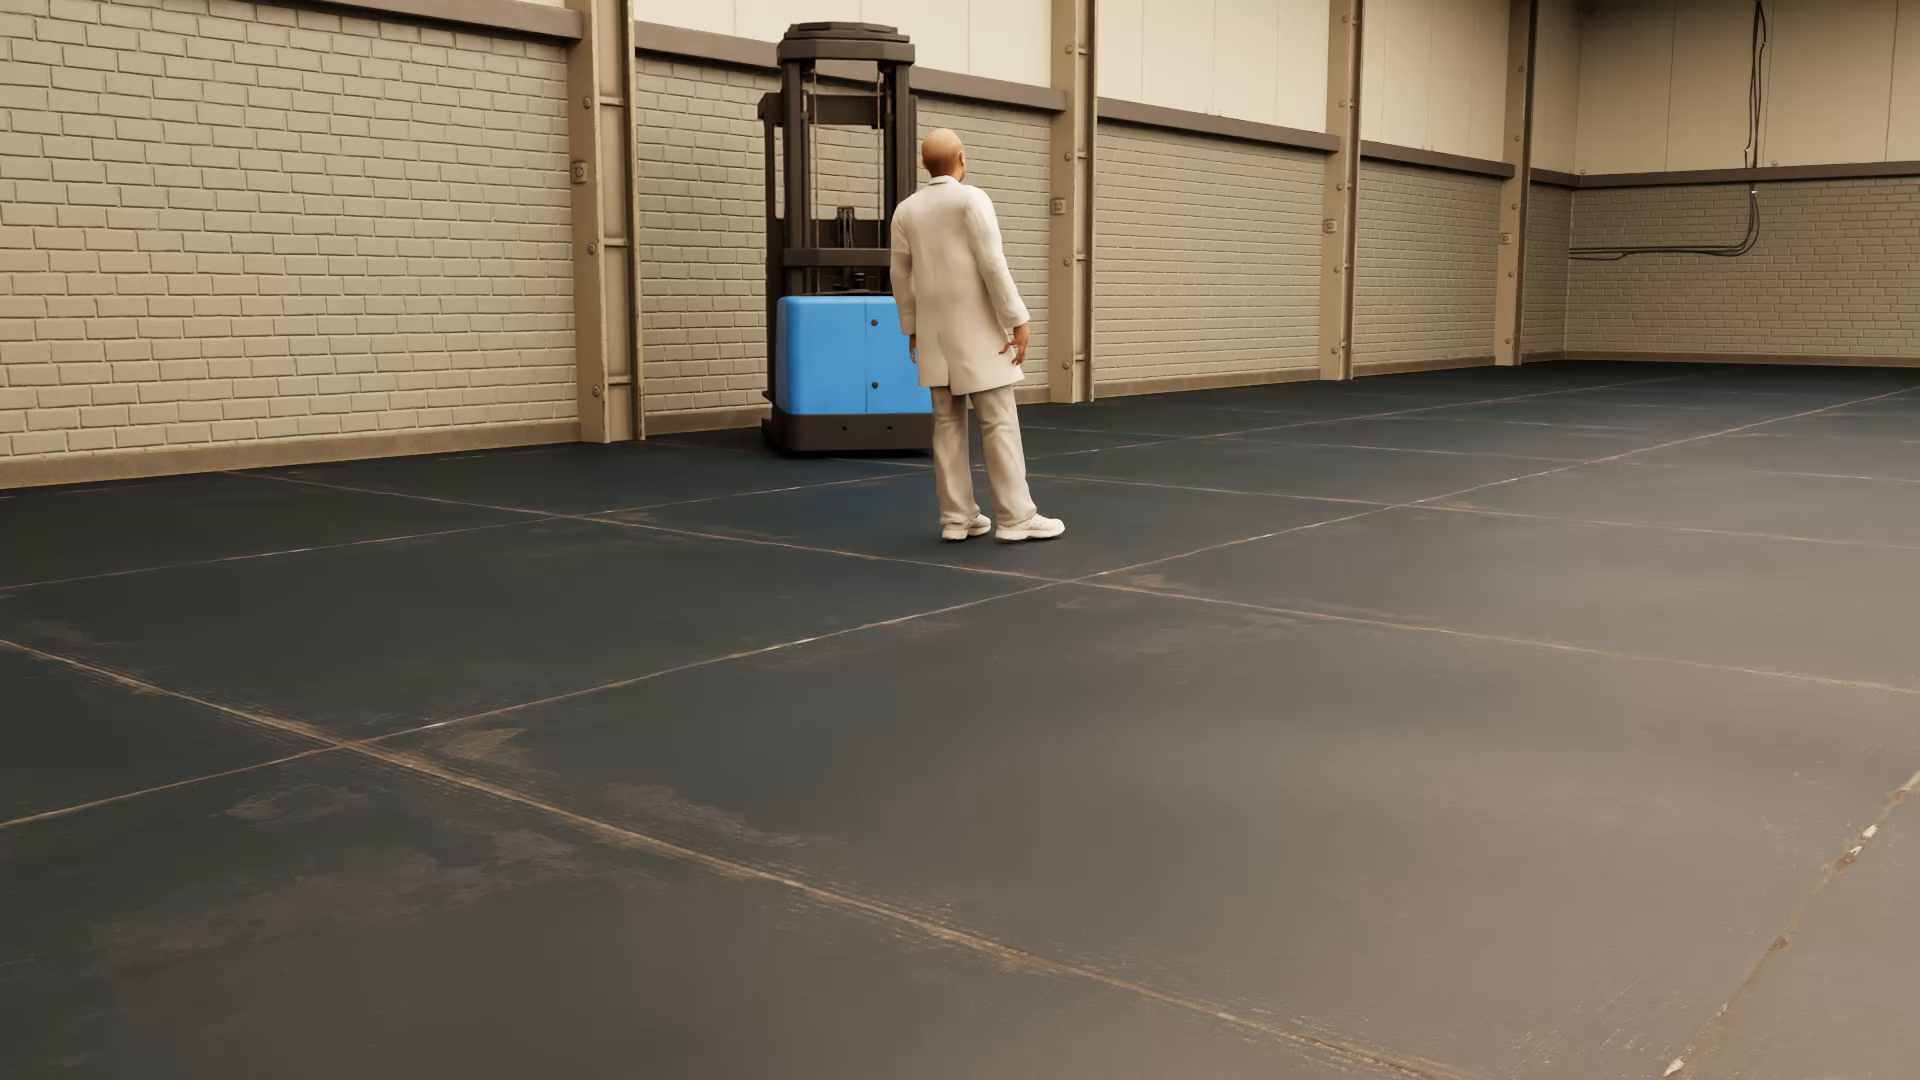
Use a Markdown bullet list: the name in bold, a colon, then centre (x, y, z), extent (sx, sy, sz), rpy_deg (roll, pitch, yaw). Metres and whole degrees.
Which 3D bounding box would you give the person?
- **person**: centre (0.061, -0.896, 7.343), extent (0.696, 1.777, 0.578), rpy_deg (7, 11, 38)

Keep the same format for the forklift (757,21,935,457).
- **forklift**: centre (-0.897, -2.187, 12.230), extent (1.130, 2.935, 3.031), rpy_deg (-2, 8, -11)
